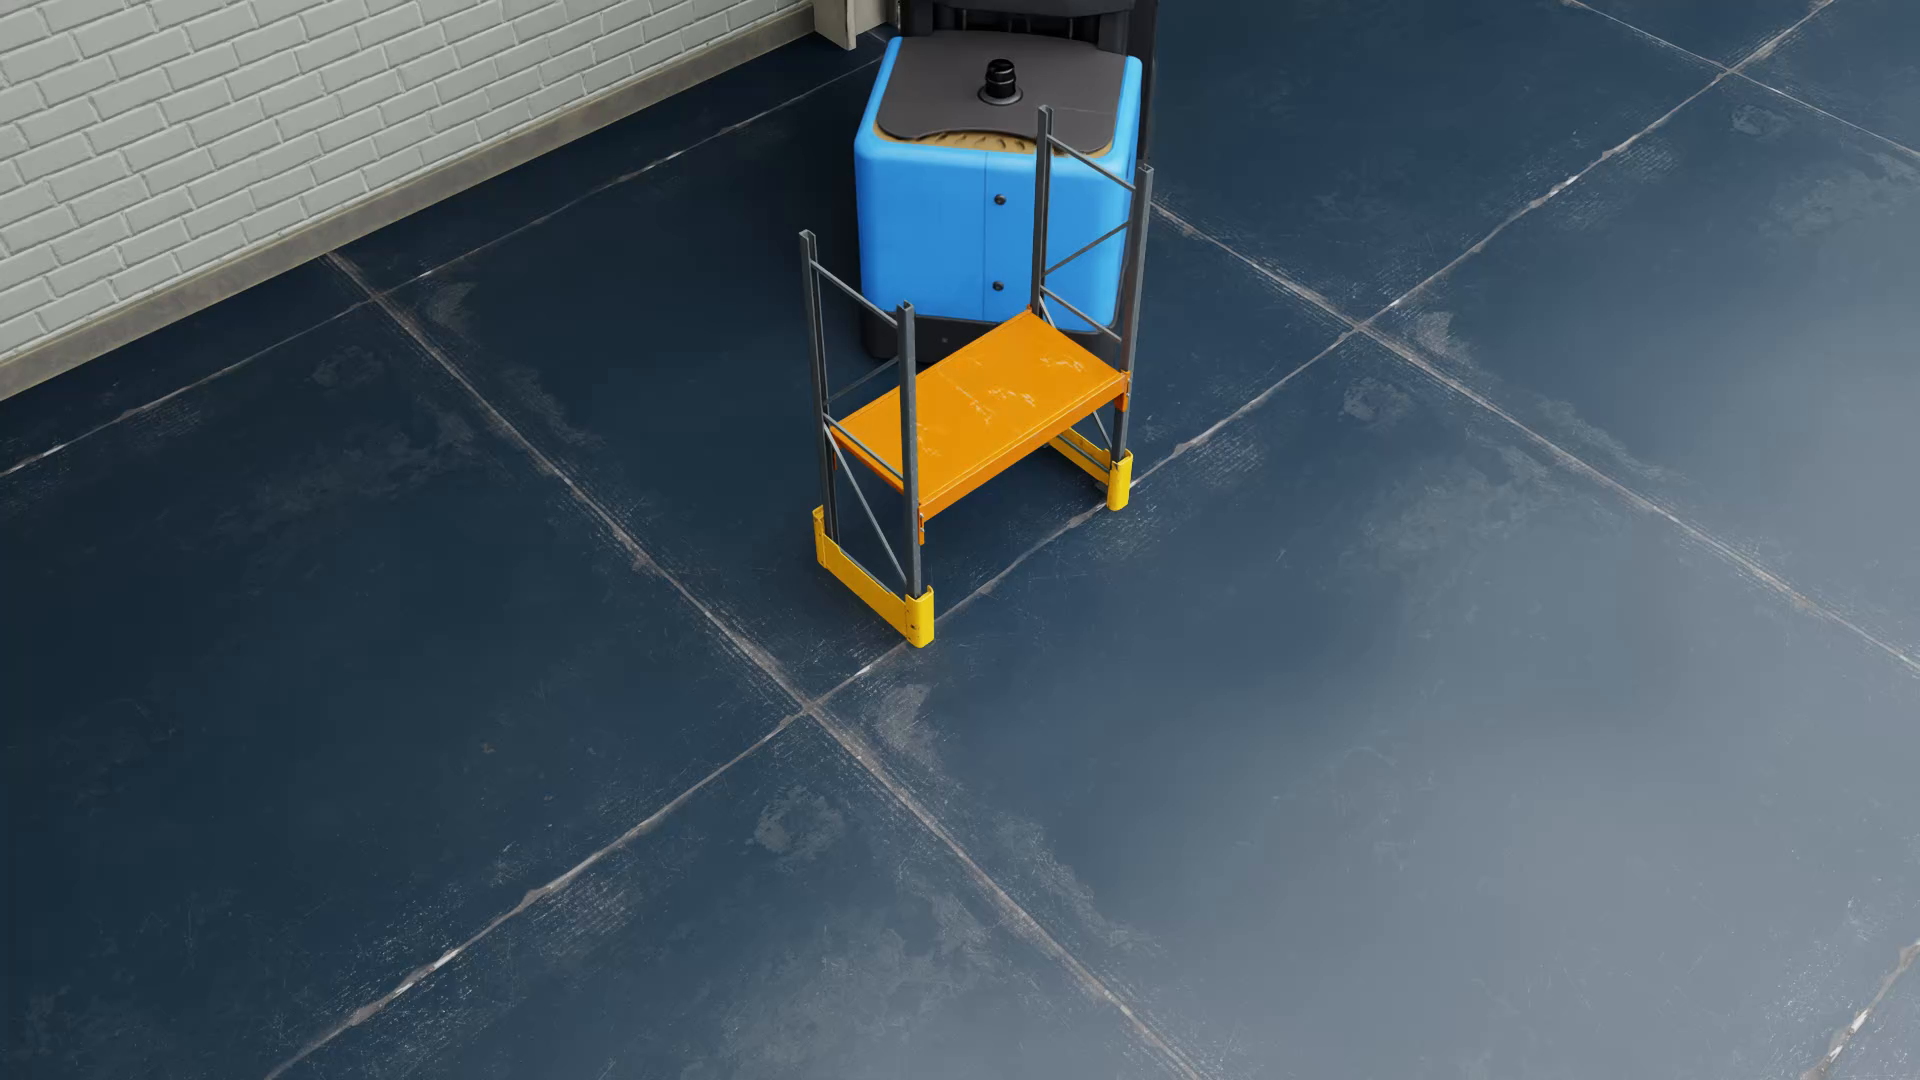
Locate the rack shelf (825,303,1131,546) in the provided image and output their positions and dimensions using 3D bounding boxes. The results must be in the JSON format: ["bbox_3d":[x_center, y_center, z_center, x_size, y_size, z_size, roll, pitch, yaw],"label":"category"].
[{"bbox_3d":[0.063,-0.429,5.870,1.000,0.185,0.538,-34,56,-27],"label":"rack shelf"}]

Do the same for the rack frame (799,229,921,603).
[{"bbox_3d":[-0.313,-0.299,5.506,0.032,1.500,0.500,-34,56,-27],"label":"rack frame"}]

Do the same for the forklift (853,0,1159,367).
[{"bbox_3d":[0.326,-2.746,6.789,1.130,2.935,3.031,7,48,6],"label":"forklift"}]

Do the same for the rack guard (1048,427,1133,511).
[{"bbox_3d":[0.425,-0.369,6.420,0.087,0.250,0.587,-34,56,-27],"label":"rack guard"}]

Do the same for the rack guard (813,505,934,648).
[{"bbox_3d":[-0.312,0.124,5.966,0.087,0.250,0.587,-34,56,-27],"label":"rack guard"}]

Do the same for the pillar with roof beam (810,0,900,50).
[{"bbox_3d":[2.363,-3.415,3.278,0.400,9.000,9.100,-34,56,-27],"label":"pillar with roof beam"}]

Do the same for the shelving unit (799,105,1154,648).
[{"bbox_3d":[0.056,-0.546,5.734,1.083,1.500,0.587,-34,56,-27],"label":"shelving unit"}]

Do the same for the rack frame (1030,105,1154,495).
[{"bbox_3d":[0.439,-0.802,5.970,0.032,1.500,0.500,-34,56,-27],"label":"rack frame"}]
